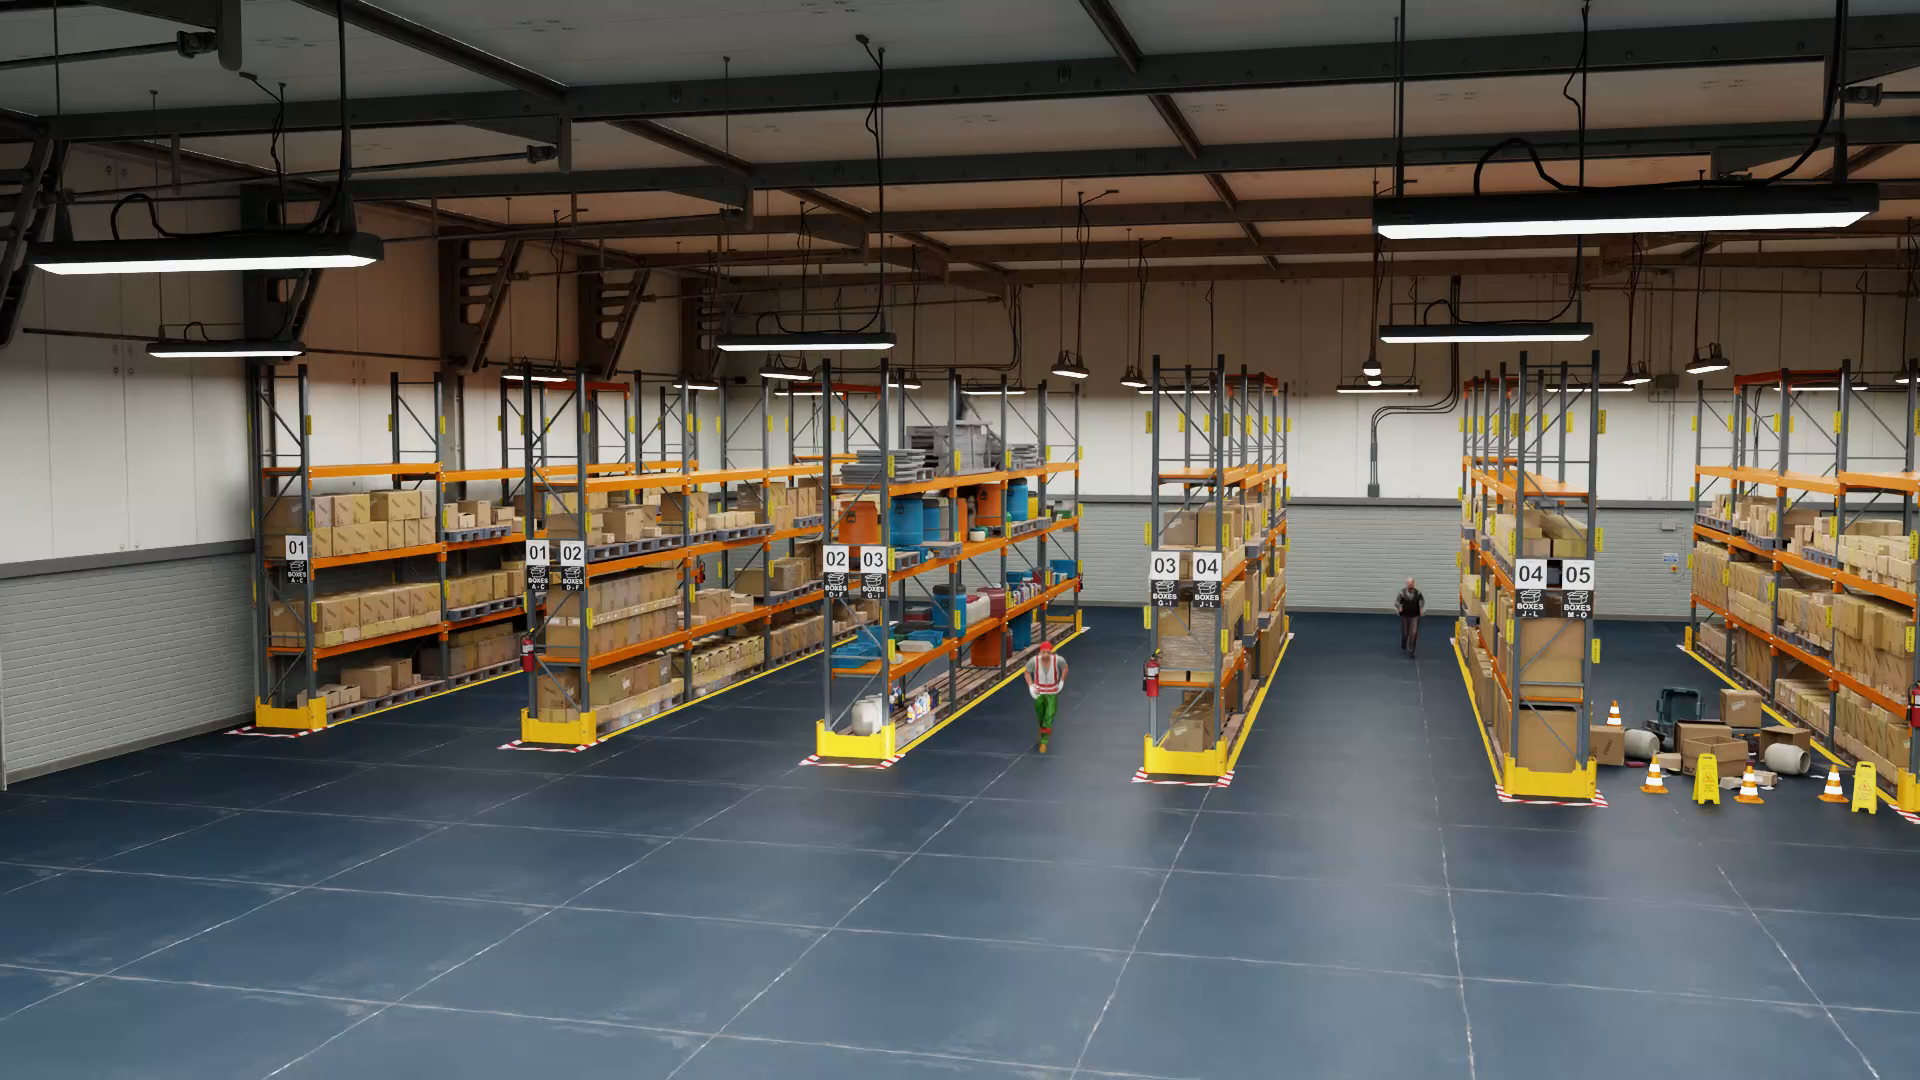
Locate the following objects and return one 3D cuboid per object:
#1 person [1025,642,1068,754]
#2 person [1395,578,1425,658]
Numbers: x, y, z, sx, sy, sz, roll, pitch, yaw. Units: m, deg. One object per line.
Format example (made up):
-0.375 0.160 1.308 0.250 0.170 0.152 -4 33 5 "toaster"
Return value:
1.332 2.388 25.792 0.674 1.728 1.012 0 4 -2 "person"
9.765 1.665 36.114 0.651 1.702 0.876 1 4 10 "person"
